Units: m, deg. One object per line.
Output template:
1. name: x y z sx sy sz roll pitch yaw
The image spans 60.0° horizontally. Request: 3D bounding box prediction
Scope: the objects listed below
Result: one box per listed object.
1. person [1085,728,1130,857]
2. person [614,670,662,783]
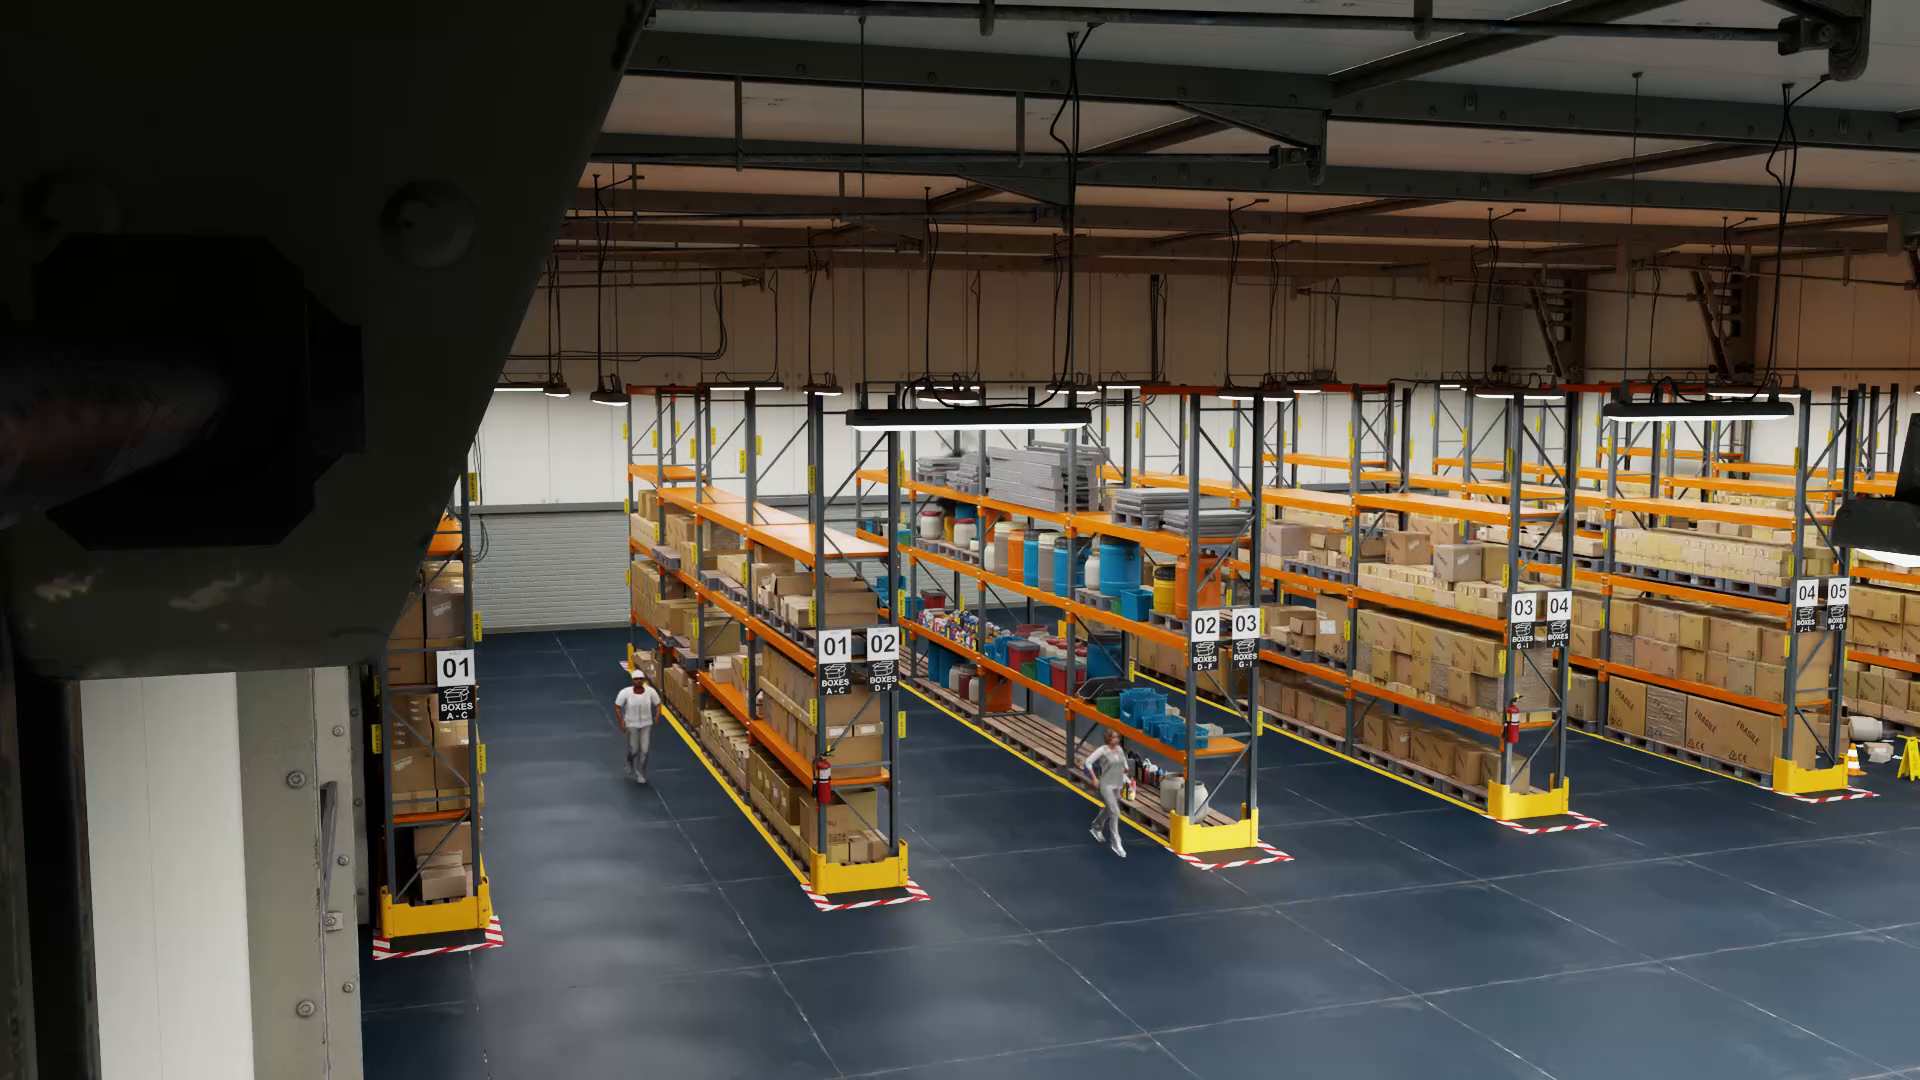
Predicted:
1. person: 1.959 3.271 21.830 0.518 1.631 0.755 -5 8 -40
2. person: -4.924 2.840 25.535 0.717 1.733 0.577 -2 6 -21
